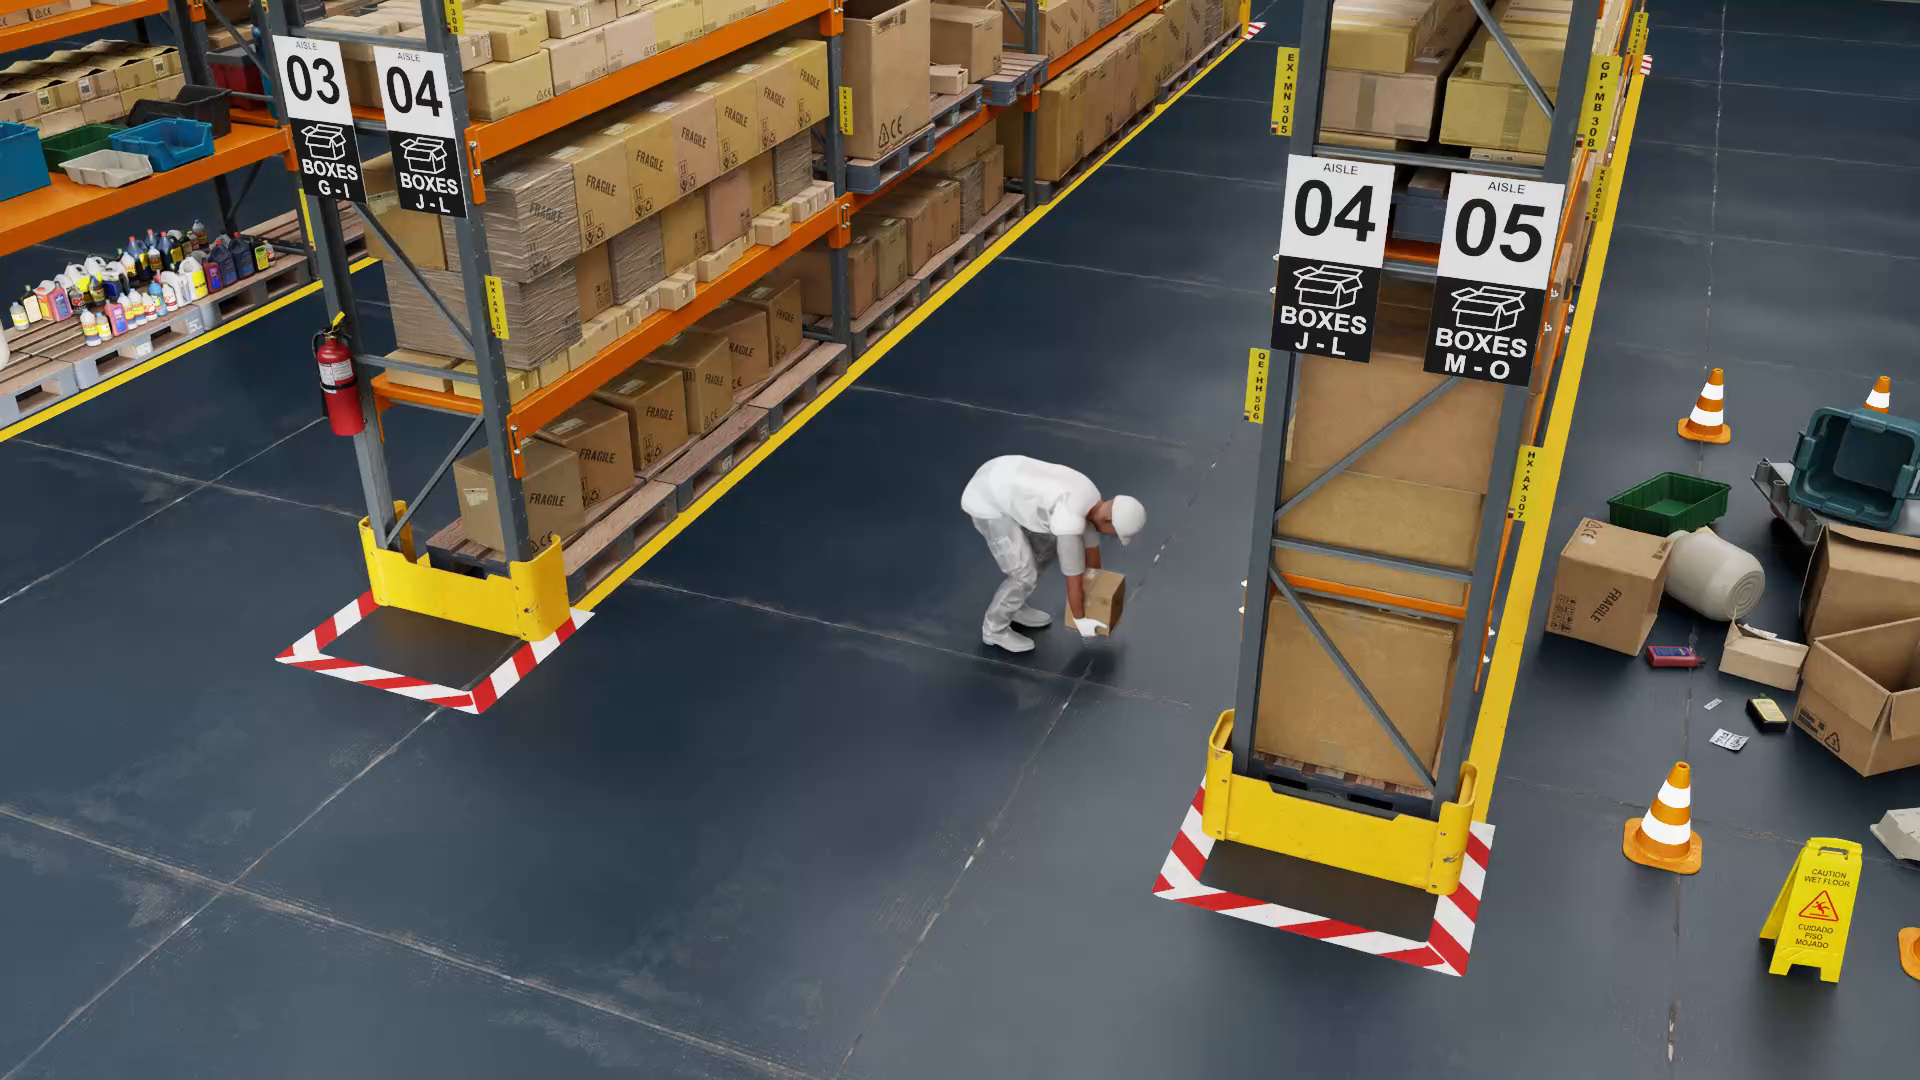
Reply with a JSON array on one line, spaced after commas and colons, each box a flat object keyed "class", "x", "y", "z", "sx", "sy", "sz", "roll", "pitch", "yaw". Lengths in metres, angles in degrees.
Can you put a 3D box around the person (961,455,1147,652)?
[{"class": "person", "x": 0.503, "y": 0.085, "z": 8.959, "sx": 0.991, "sy": 1.063, "sz": 0.511, "roll": 10, "pitch": 31, "yaw": 17}]
